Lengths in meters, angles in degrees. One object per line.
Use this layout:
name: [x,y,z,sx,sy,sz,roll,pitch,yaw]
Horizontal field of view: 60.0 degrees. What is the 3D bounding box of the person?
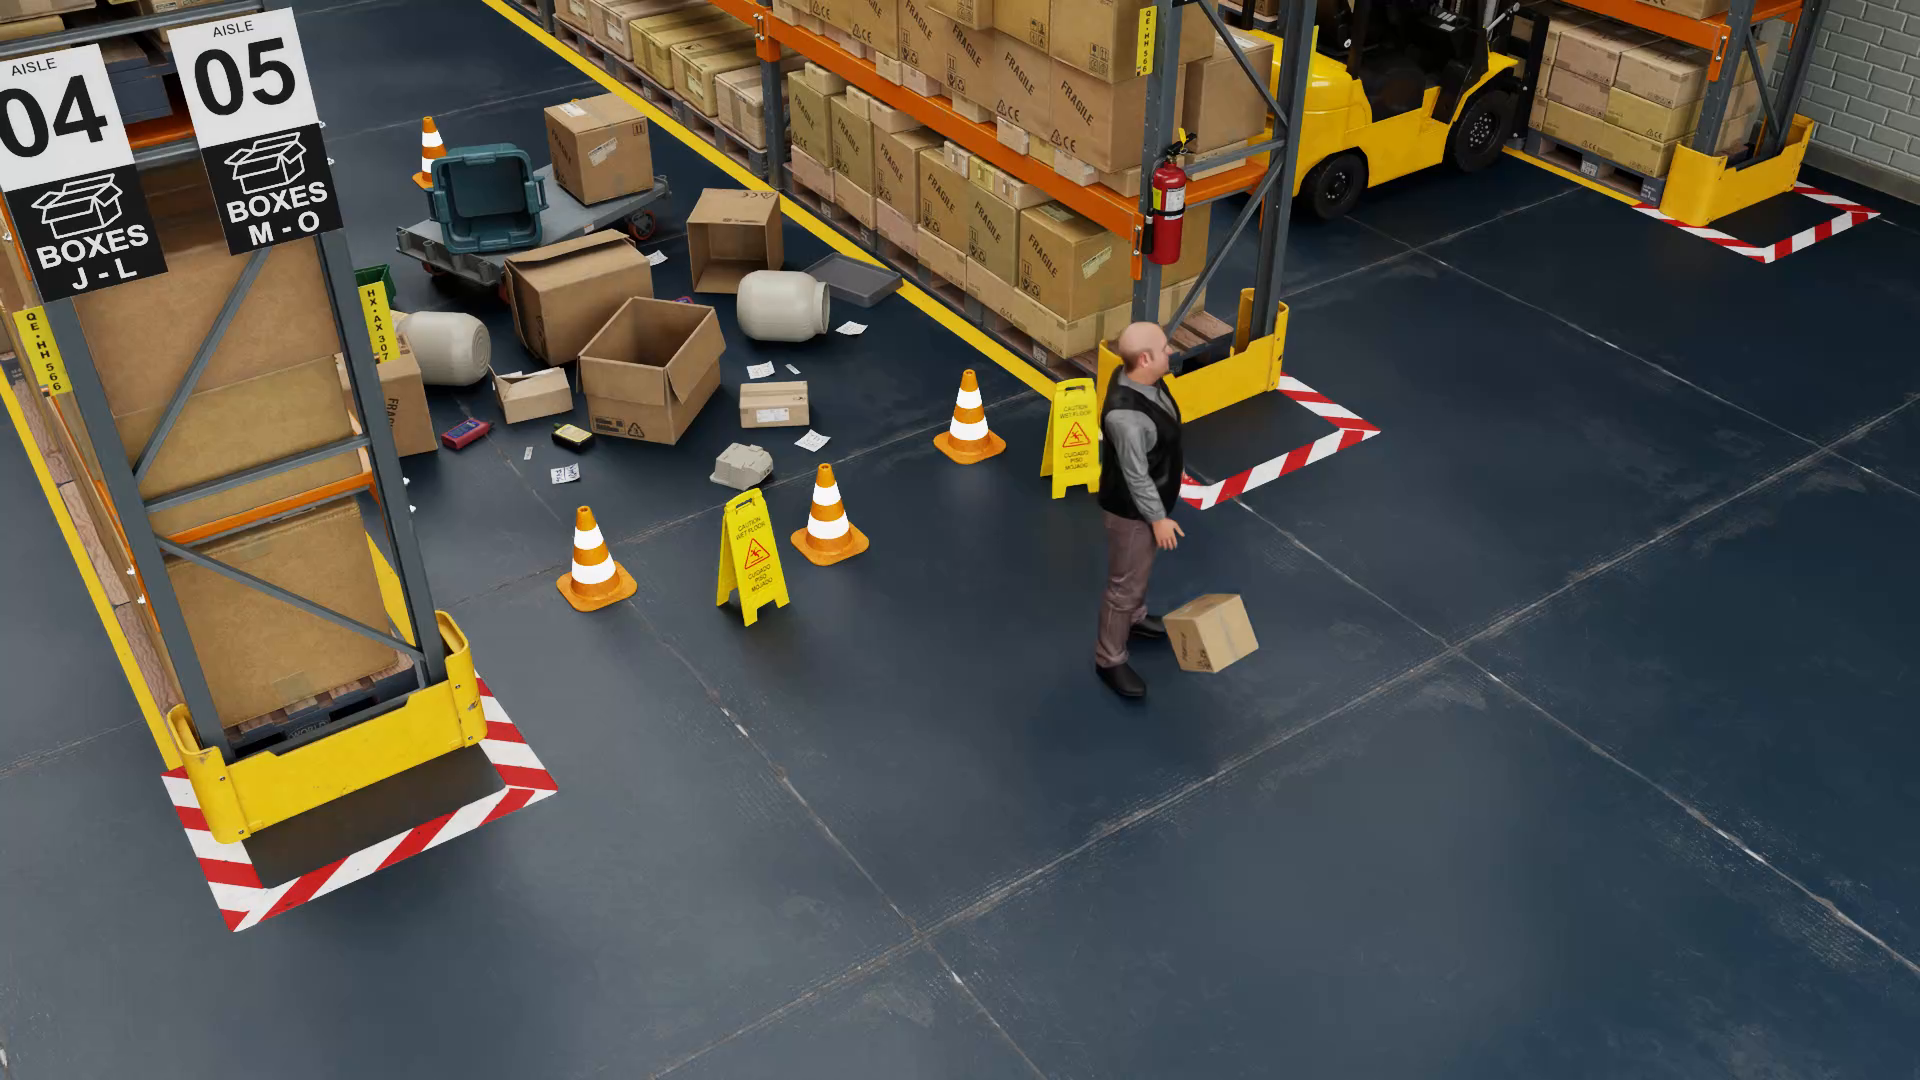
person: [0.792,-0.160,7.207,0.398,1.731,0.599,7,37,10]
